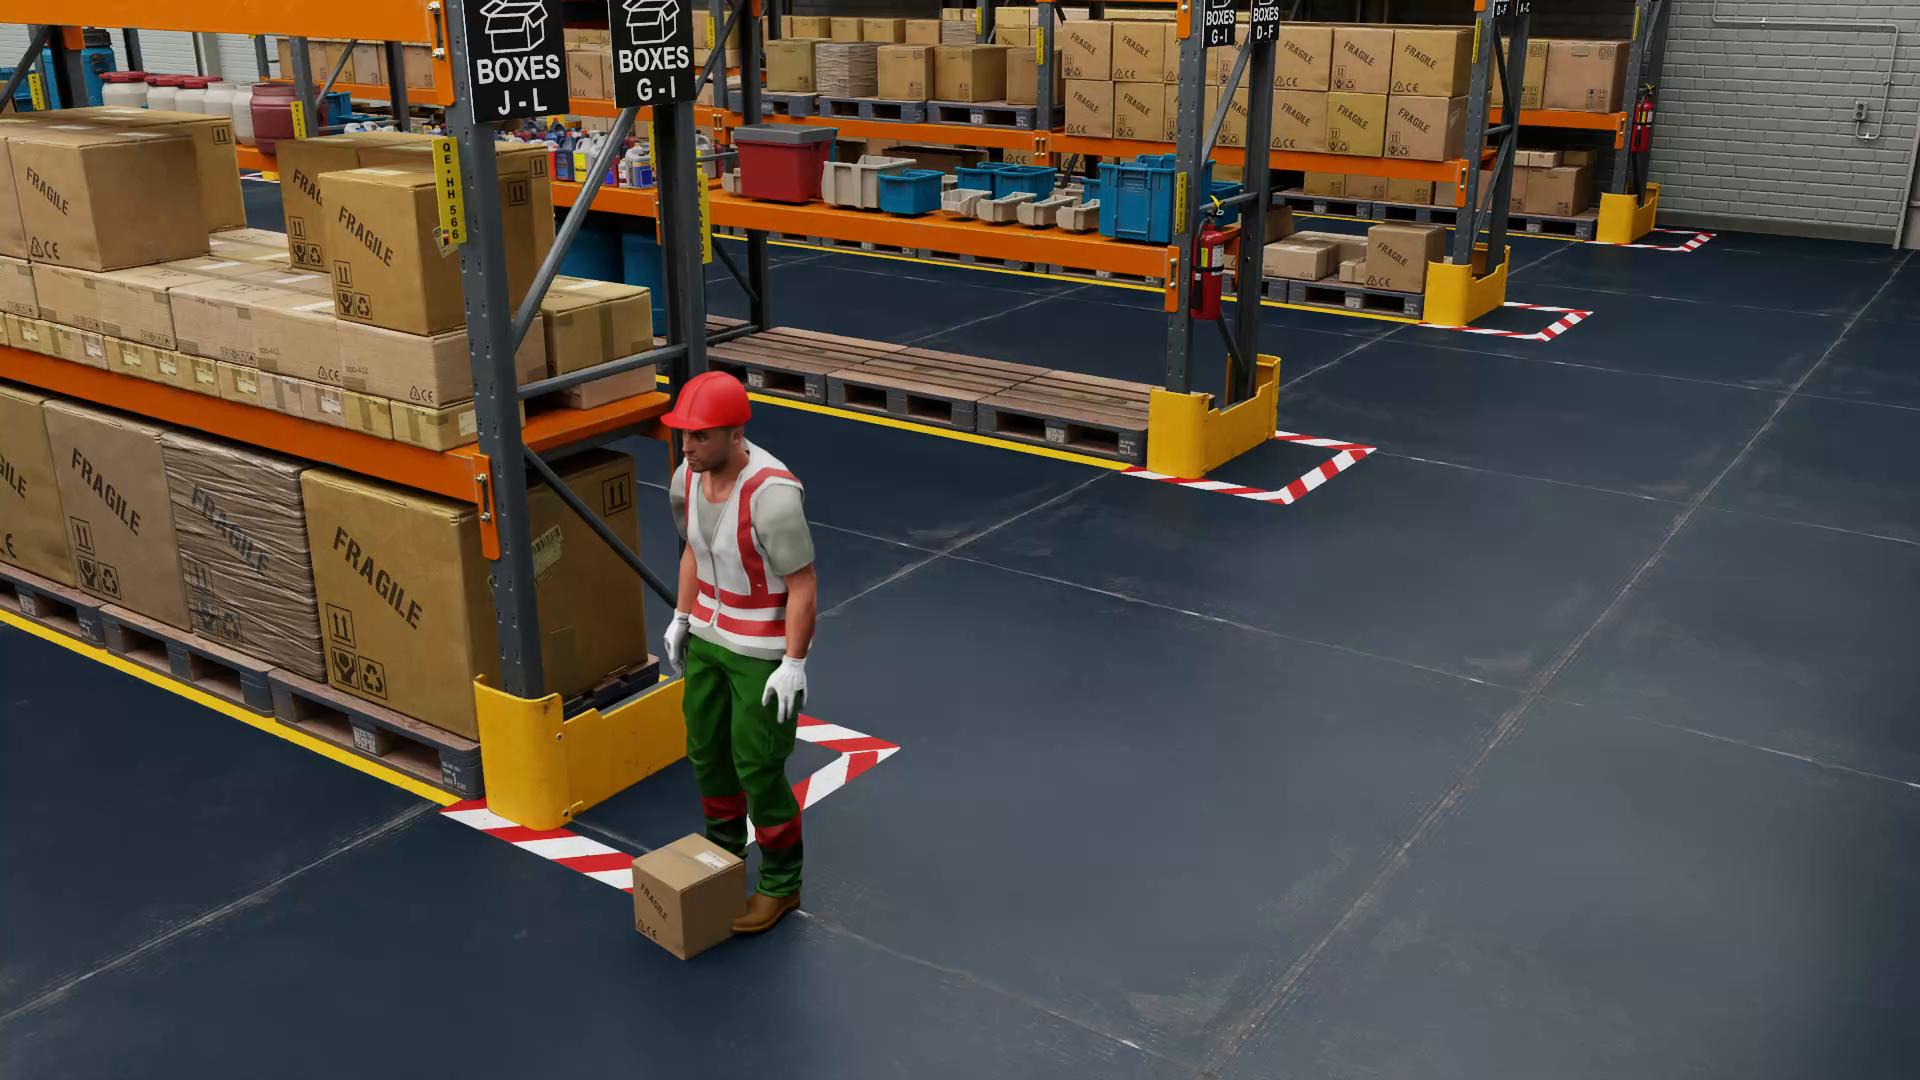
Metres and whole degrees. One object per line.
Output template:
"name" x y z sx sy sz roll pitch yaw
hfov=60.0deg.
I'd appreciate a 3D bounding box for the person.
"person" -0.689 0.338 5.103 0.604 1.777 0.453 18 26 40
